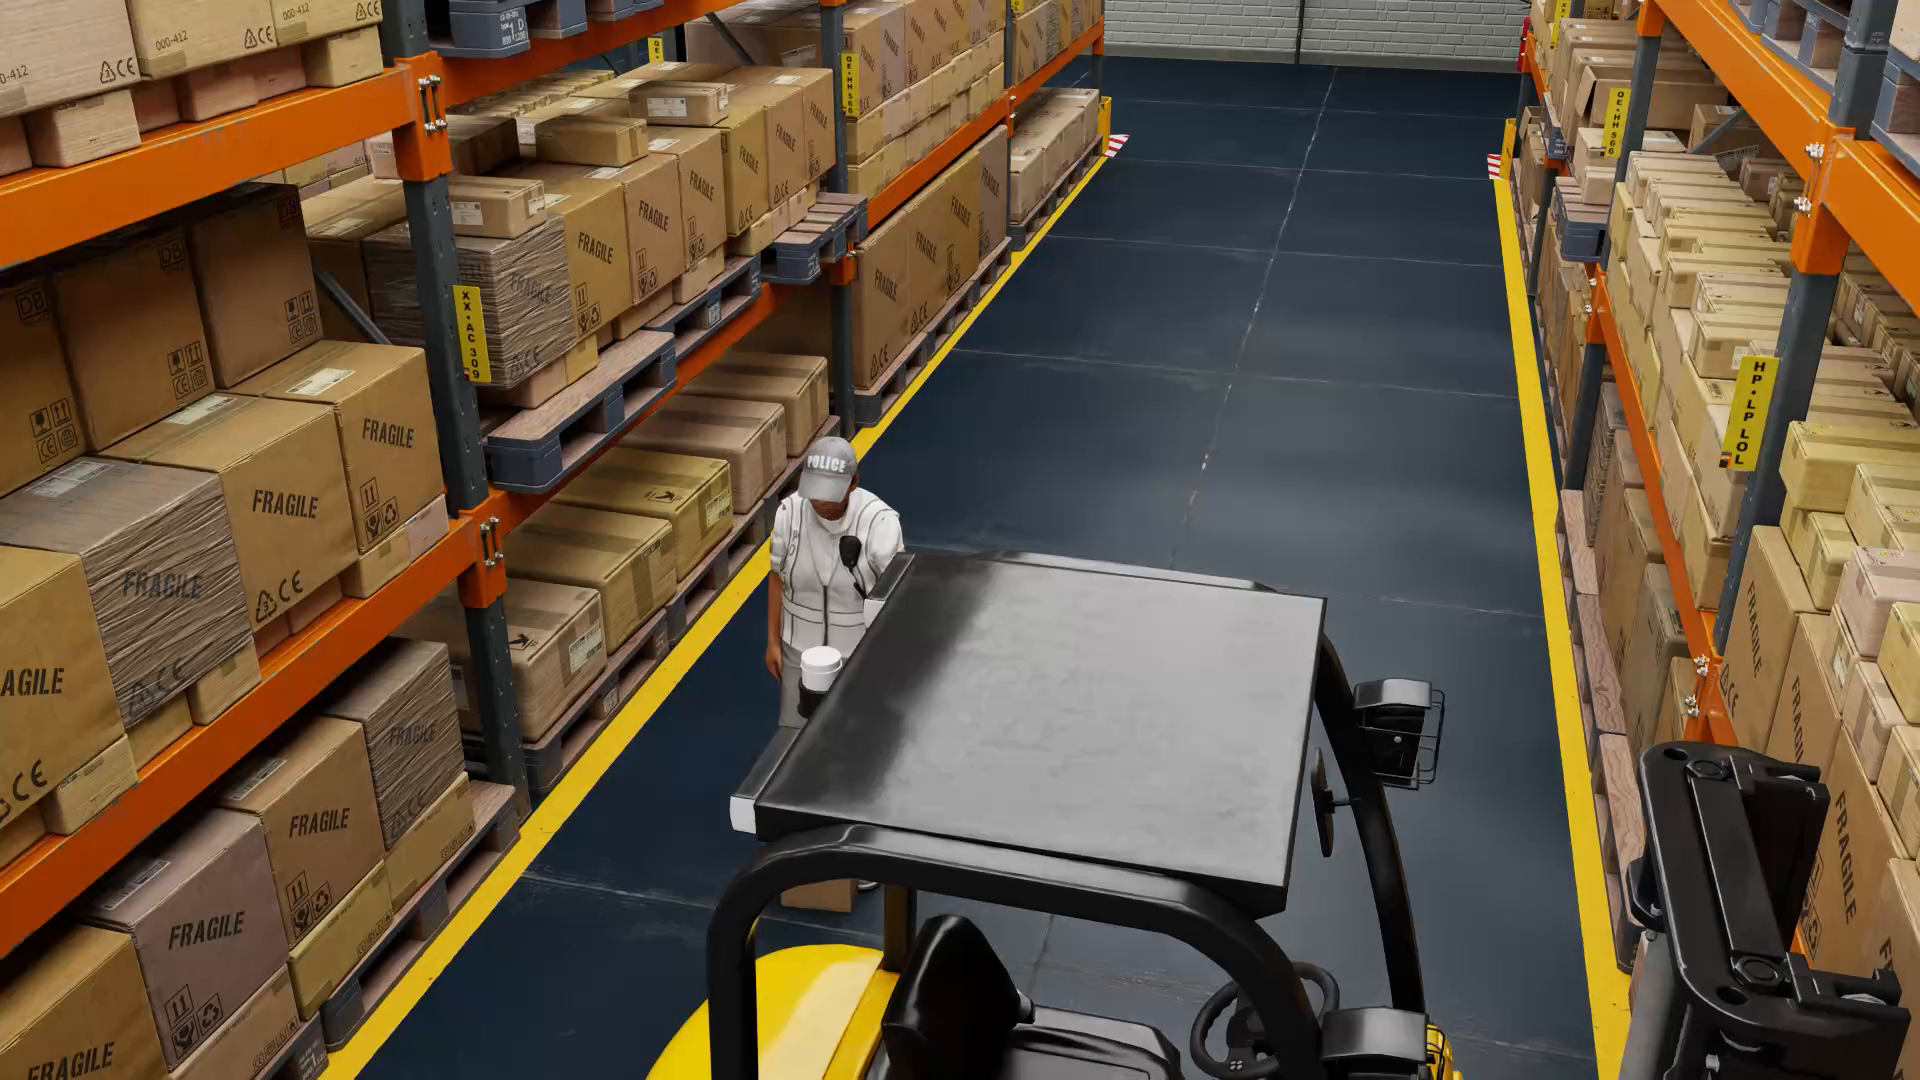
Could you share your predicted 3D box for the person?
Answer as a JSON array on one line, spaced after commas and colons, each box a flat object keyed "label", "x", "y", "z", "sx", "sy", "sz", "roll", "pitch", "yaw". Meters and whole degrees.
[{"label": "person", "x": -0.433, "y": 0.397, "z": 5.769, "sx": 0.537, "sy": 1.665, "sz": 0.468, "roll": 6, "pitch": 26, "yaw": 12}]
